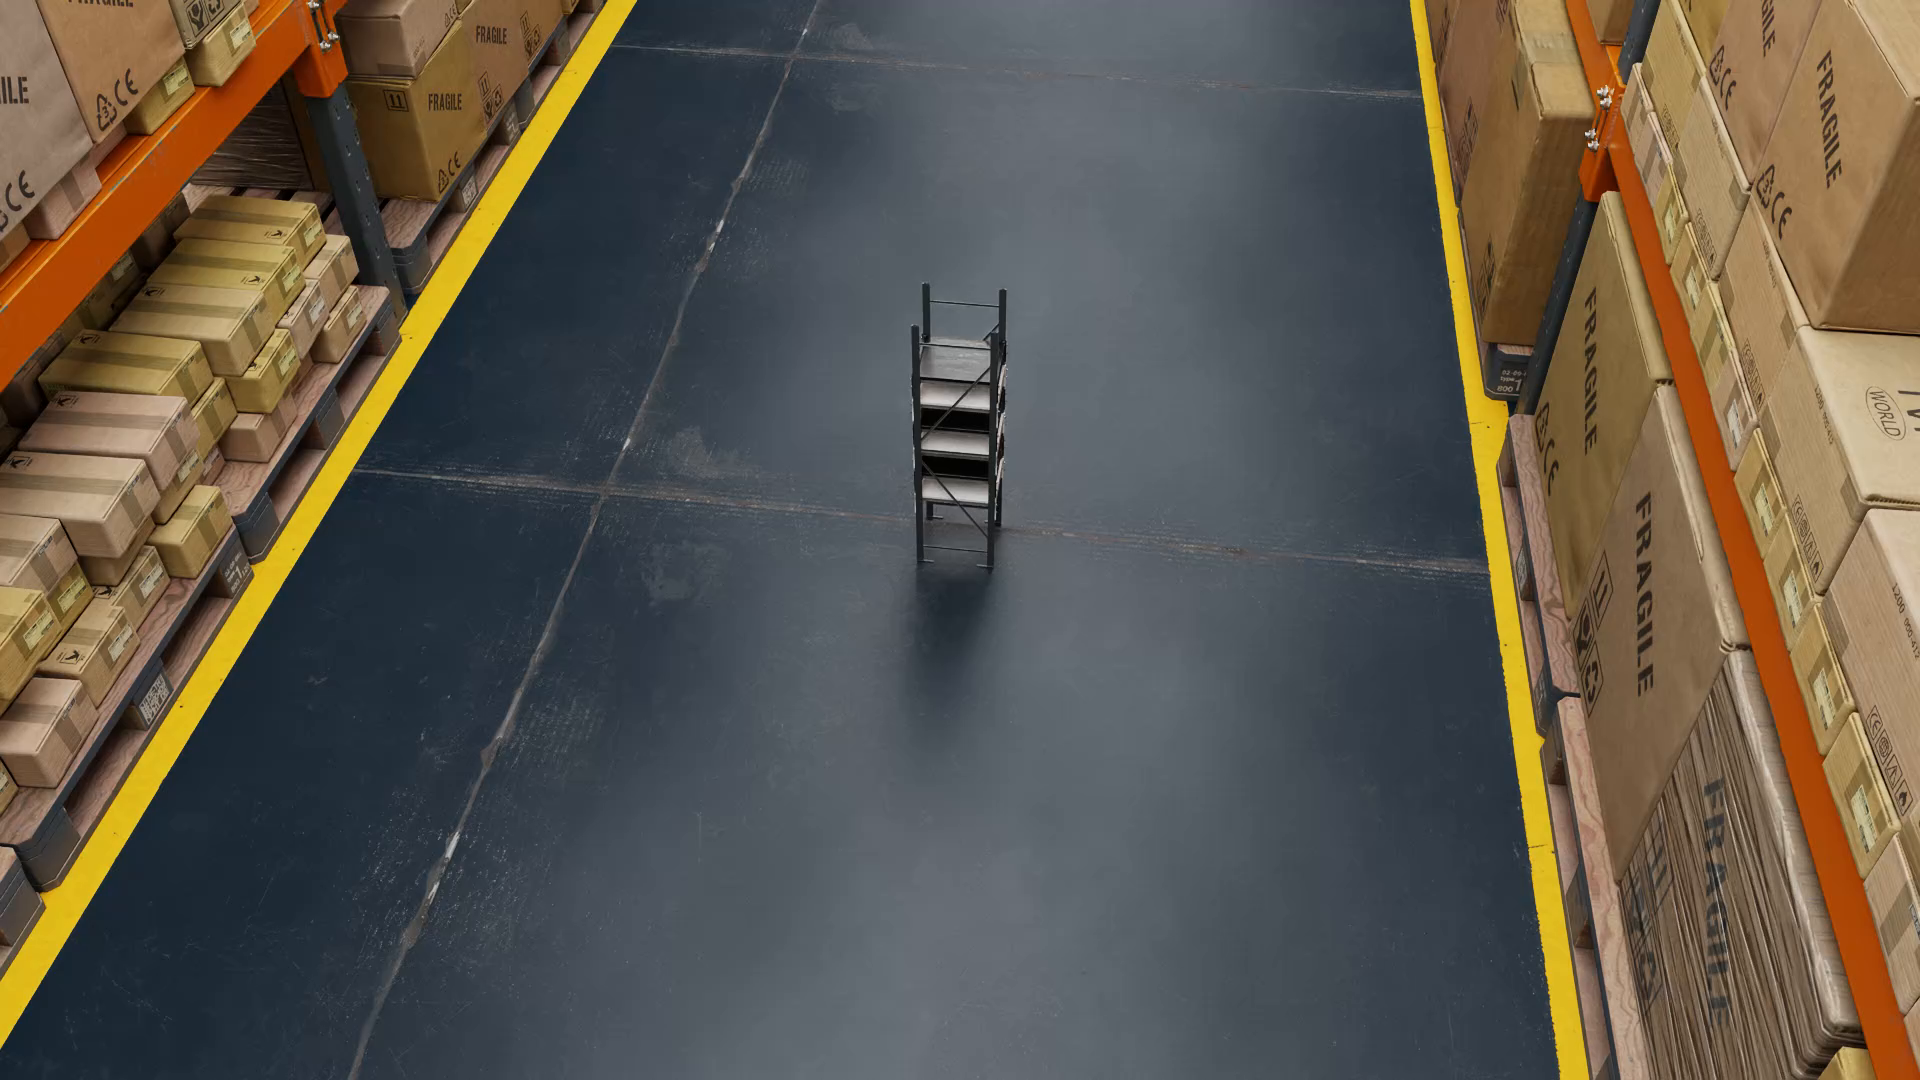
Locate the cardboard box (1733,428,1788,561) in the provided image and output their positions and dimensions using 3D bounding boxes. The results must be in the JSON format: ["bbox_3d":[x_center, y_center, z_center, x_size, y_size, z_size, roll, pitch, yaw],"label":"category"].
[{"bbox_3d":[1.796,-0.080,3.336,0.380,0.149,0.250,4,44,4],"label":"cardboard box"}]

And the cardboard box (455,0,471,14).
[{"bbox_3d":[-2.107,-2.285,6.449,0.500,0.250,0.500,6,44,7],"label":"cardboard box"}]

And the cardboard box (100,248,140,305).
[{"bbox_3d":[-2.880,-0.860,5.312,0.380,0.149,0.250,7,44,8],"label":"cardboard box"}]

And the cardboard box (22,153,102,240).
[{"bbox_3d":[-2.425,-0.895,4.196,0.380,0.149,0.250,4,44,4],"label":"cardboard box"}]

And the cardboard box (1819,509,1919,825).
[{"bbox_3d":[1.776,0.220,2.729,0.500,0.250,0.500,4,44,4],"label":"cardboard box"}]

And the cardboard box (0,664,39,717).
[{"bbox_3d":[-2.625,0.342,4.259,0.380,0.149,0.250,7,44,8],"label":"cardboard box"}]

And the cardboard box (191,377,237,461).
[{"bbox_3d":[-2.432,-0.375,5.016,0.380,0.149,0.250,6,44,6],"label":"cardboard box"}]

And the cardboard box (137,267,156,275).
[{"bbox_3d":[-2.899,-0.933,5.605,0.380,0.149,0.250,7,44,7],"label":"cardboard box"}]

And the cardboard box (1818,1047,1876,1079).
[{"bbox_3d":[1.846,1.496,2.728,0.875,0.875,0.875,5,44,6],"label":"cardboard box"}]

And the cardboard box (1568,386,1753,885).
[{"bbox_3d":[2.083,0.269,4.024,0.875,0.875,0.875,5,44,6],"label":"cardboard box"}]

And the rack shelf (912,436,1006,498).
[{"bbox_3d":[-0.001,-0.232,5.020,0.258,0.077,0.200,5,44,6],"label":"rack shelf"}]

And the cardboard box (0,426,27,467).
[{"bbox_3d":[-2.938,-0.214,4.846,0.380,0.149,0.250,7,44,7],"label":"cardboard box"}]

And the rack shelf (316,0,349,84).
[{"bbox_3d":[-2.270,-3.027,6.789,1.077,0.370,4.000,5,44,6],"label":"rack shelf"}]

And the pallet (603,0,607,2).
[{"bbox_3d":[-2.110,-3.106,8.377,1.003,0.211,1.213,5,44,6],"label":"pallet"}]

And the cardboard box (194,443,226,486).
[{"bbox_3d":[-2.492,-0.220,5.069,0.380,0.149,0.250,4,44,4],"label":"cardboard box"}]

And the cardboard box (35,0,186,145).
[{"bbox_3d":[-2.388,-1.360,4.216,0.500,0.500,0.500,4,44,4],"label":"cardboard box"}]

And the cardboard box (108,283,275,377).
[{"bbox_3d":[-2.343,-0.644,5.084,0.380,0.149,0.250,5,44,5],"label":"cardboard box"}]

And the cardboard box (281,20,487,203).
[{"bbox_3d":[-2.173,-1.650,6.323,0.500,0.500,0.500,7,44,7],"label":"cardboard box"}]

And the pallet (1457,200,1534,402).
[{"bbox_3d":[2.396,-0.926,6.074,1.003,0.211,1.213,5,44,6],"label":"pallet"}]

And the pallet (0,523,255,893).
[{"bbox_3d":[-2.747,0.382,4.693,1.003,0.211,1.213,5,44,6],"label":"pallet"}]

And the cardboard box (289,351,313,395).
[{"bbox_3d":[-2.365,-0.575,5.444,0.380,0.149,0.250,6,44,7],"label":"cardboard box"}]

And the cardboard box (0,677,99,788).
[{"bbox_3d":[-2.496,0.491,4.318,0.380,0.149,0.250,3,44,3],"label":"cardboard box"}]

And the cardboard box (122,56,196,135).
[{"bbox_3d":[-2.360,-1.256,4.577,0.380,0.149,0.250,7,44,7],"label":"cardboard box"}]

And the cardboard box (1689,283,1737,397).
[{"bbox_3d":[1.865,-0.431,3.706,0.380,0.149,0.250,5,44,5],"label":"cardboard box"}]

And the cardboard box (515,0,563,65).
[{"bbox_3d":[-2.049,-2.369,7.082,0.500,0.500,0.500,6,44,6],"label":"cardboard box"}]

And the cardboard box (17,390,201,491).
[{"bbox_3d":[-2.399,-0.282,4.701,0.380,0.149,0.250,3,44,3],"label":"cardboard box"}]

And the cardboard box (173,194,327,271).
[{"bbox_3d":[-2.323,-0.992,5.452,0.380,0.149,0.250,6,44,7],"label":"cardboard box"}]

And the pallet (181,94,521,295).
[{"bbox_3d":[-2.433,-1.443,6.621,1.003,0.211,1.213,5,44,6],"label":"pallet"}]

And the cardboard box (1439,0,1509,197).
[{"bbox_3d":[2.551,-1.834,6.245,1.225,0.875,0.875,4,44,4],"label":"cardboard box"}]

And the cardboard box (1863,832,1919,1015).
[{"bbox_3d":[1.662,0.620,2.596,0.380,0.149,0.250,6,44,6],"label":"cardboard box"}]

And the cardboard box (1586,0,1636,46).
[{"bbox_3d":[2.160,-1.785,4.881,0.500,0.500,0.500,5,44,6],"label":"cardboard box"}]

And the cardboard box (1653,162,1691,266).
[{"bbox_3d":[1.931,-0.784,4.079,0.380,0.149,0.250,7,44,7],"label":"cardboard box"}]

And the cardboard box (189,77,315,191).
[{"bbox_3d":[-2.686,-1.697,6.374,0.500,0.500,0.500,4,44,5],"label":"cardboard box"}]

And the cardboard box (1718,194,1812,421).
[{"bbox_3d":[1.914,-0.471,3.458,0.500,0.250,0.500,6,44,7],"label":"cardboard box"}]

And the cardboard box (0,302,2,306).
[{"bbox_3d":[-2.475,-0.546,3.828,0.380,0.149,0.250,6,44,6],"label":"cardboard box"}]

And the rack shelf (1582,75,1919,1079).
[{"bbox_3d":[2.105,0.219,3.361,1.077,0.370,4.000,5,44,6],"label":"rack shelf"}]

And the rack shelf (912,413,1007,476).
[{"bbox_3d":[-0.001,-0.297,4.958,0.258,0.077,0.200,5,44,6],"label":"rack shelf"}]

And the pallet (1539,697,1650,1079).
[{"bbox_3d":[2.032,0.952,4.091,1.003,0.211,1.213,5,44,6],"label":"pallet"}]

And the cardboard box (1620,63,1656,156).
[{"bbox_3d":[2.000,-1.143,4.458,0.380,0.149,0.250,5,44,6],"label":"cardboard box"}]

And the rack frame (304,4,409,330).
[{"bbox_3d":[-2.534,-1.925,5.102,1.000,3.000,0.127,5,44,6],"label":"rack frame"}]

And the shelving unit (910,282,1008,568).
[{"bbox_3d":[-0.001,-0.321,4.935,0.258,0.900,0.210,5,44,6],"label":"shelving unit"}]

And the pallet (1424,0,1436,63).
[{"bbox_3d":[2.719,-2.589,7.830,1.003,0.211,1.213,5,44,6],"label":"pallet"}]

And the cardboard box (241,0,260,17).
[{"bbox_3d":[-2.340,-1.618,4.960,0.380,0.149,0.250,5,44,5],"label":"cardboard box"}]

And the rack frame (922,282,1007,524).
[{"bbox_3d":[0.012,-0.391,5.008,0.240,0.900,0.006,5,44,6],"label":"rack frame"}]

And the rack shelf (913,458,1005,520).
[{"bbox_3d":[-0.001,-0.166,5.081,0.258,0.077,0.200,5,44,6],"label":"rack shelf"}]

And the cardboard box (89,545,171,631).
[{"bbox_3d":[-2.486,0.133,4.696,0.380,0.149,0.250,6,44,6],"label":"cardboard box"}]

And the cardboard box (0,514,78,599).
[{"bbox_3d":[-2.564,0.063,4.338,0.380,0.149,0.250,5,44,6],"label":"cardboard box"}]

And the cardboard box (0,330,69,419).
[{"bbox_3d":[-2.877,-0.504,4.936,0.380,0.149,0.250,4,44,4],"label":"cardboard box"}]

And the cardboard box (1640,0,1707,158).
[{"bbox_3d":[2.047,-1.163,4.189,0.500,0.250,0.500,5,44,5],"label":"cardboard box"}]

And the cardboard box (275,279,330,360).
[{"bbox_3d":[-2.284,-0.722,5.382,0.380,0.149,0.250,3,44,4],"label":"cardboard box"}]

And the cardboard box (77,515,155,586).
[{"bbox_3d":[-2.502,-0.019,4.640,0.380,0.149,0.250,3,44,4],"label":"cardboard box"}]

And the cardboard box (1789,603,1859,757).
[{"bbox_3d":[1.728,0.266,2.970,0.380,0.149,0.250,5,44,6],"label":"cardboard box"}]

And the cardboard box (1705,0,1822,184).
[{"bbox_3d":[1.979,-1.093,3.570,0.500,0.500,0.500,5,44,6],"label":"cardboard box"}]

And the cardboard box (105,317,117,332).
[{"bbox_3d":[-2.840,-0.583,5.235,0.380,0.149,0.250,5,44,5],"label":"cardboard box"}]
